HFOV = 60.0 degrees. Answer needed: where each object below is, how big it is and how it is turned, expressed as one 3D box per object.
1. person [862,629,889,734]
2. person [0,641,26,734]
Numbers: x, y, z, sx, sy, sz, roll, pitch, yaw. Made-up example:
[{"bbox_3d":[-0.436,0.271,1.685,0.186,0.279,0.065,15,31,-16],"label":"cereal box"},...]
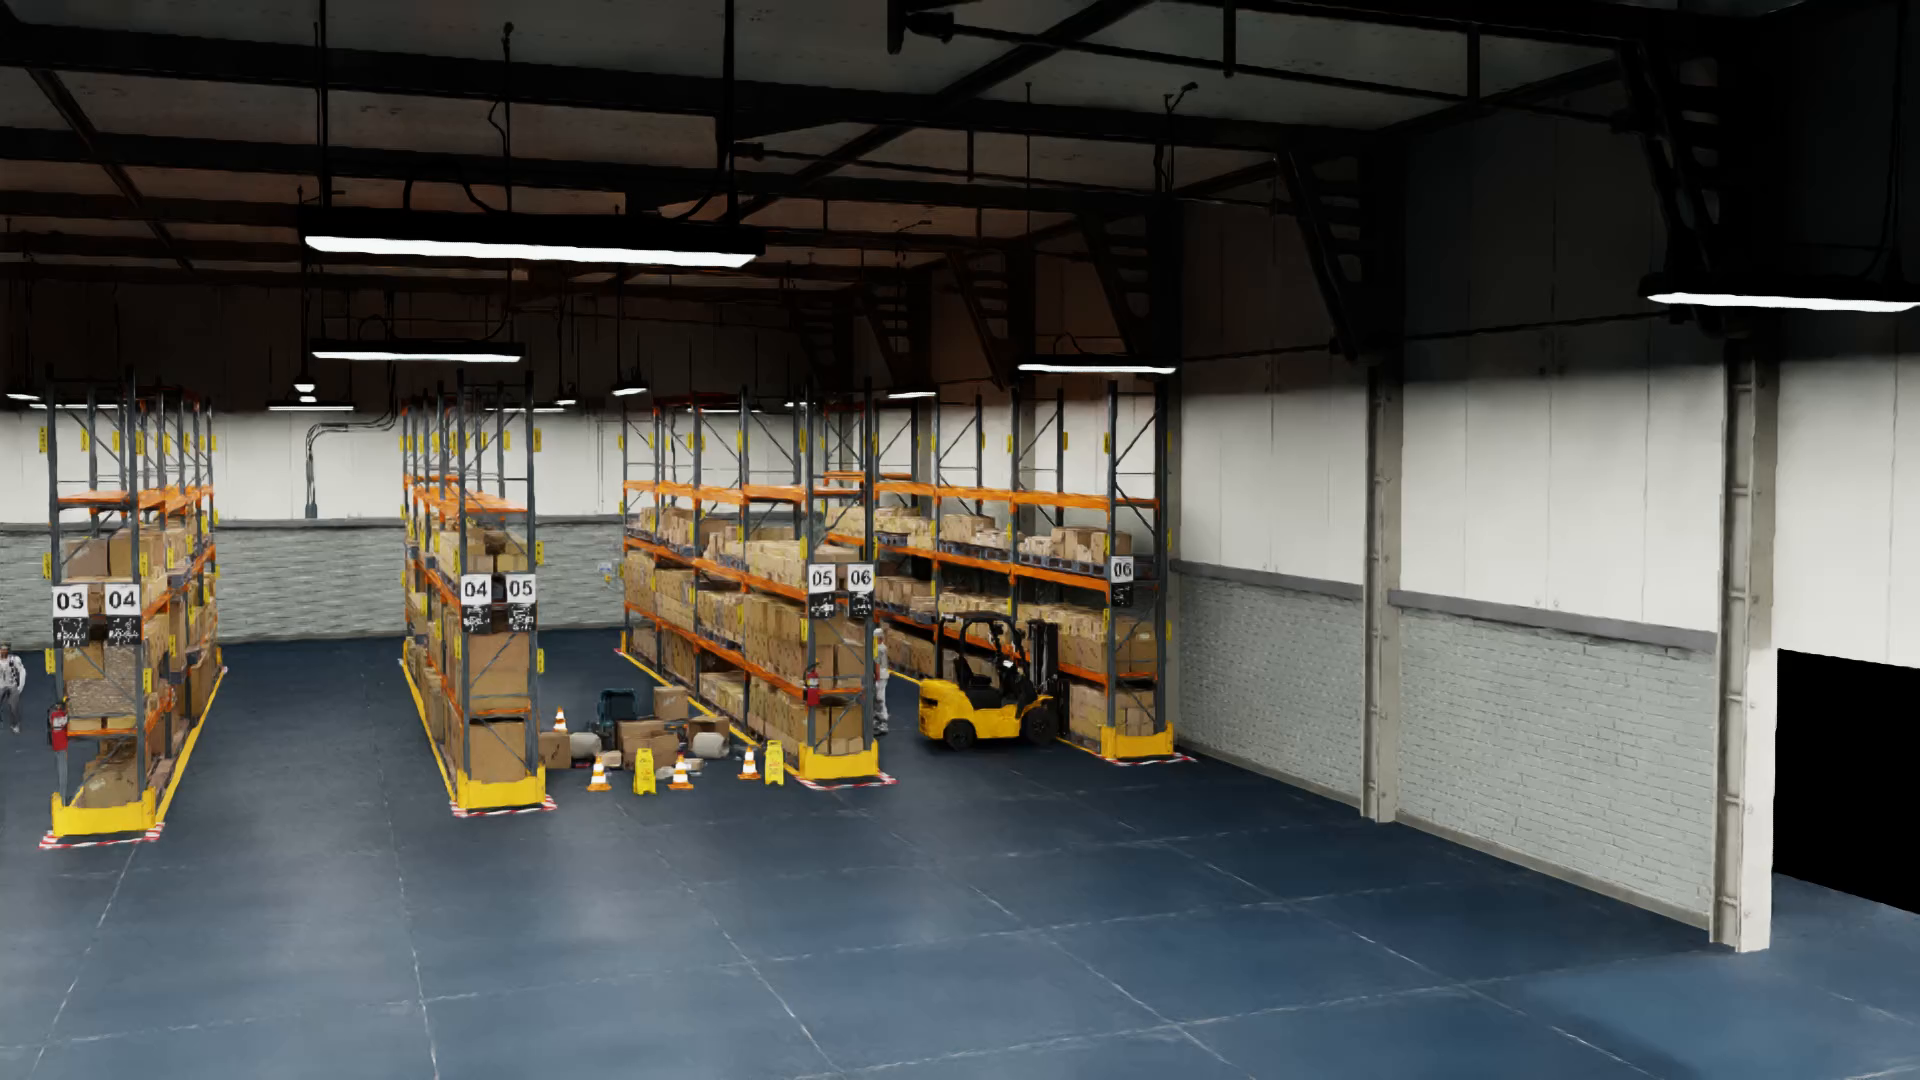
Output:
[{"bbox_3d":[-1.458,2.419,28.640,0.487,1.787,0.608,1,3,9],"label":"person"},{"bbox_3d":[-16.372,2.527,28.526,0.639,1.632,0.512,-1,4,-23],"label":"person"}]
